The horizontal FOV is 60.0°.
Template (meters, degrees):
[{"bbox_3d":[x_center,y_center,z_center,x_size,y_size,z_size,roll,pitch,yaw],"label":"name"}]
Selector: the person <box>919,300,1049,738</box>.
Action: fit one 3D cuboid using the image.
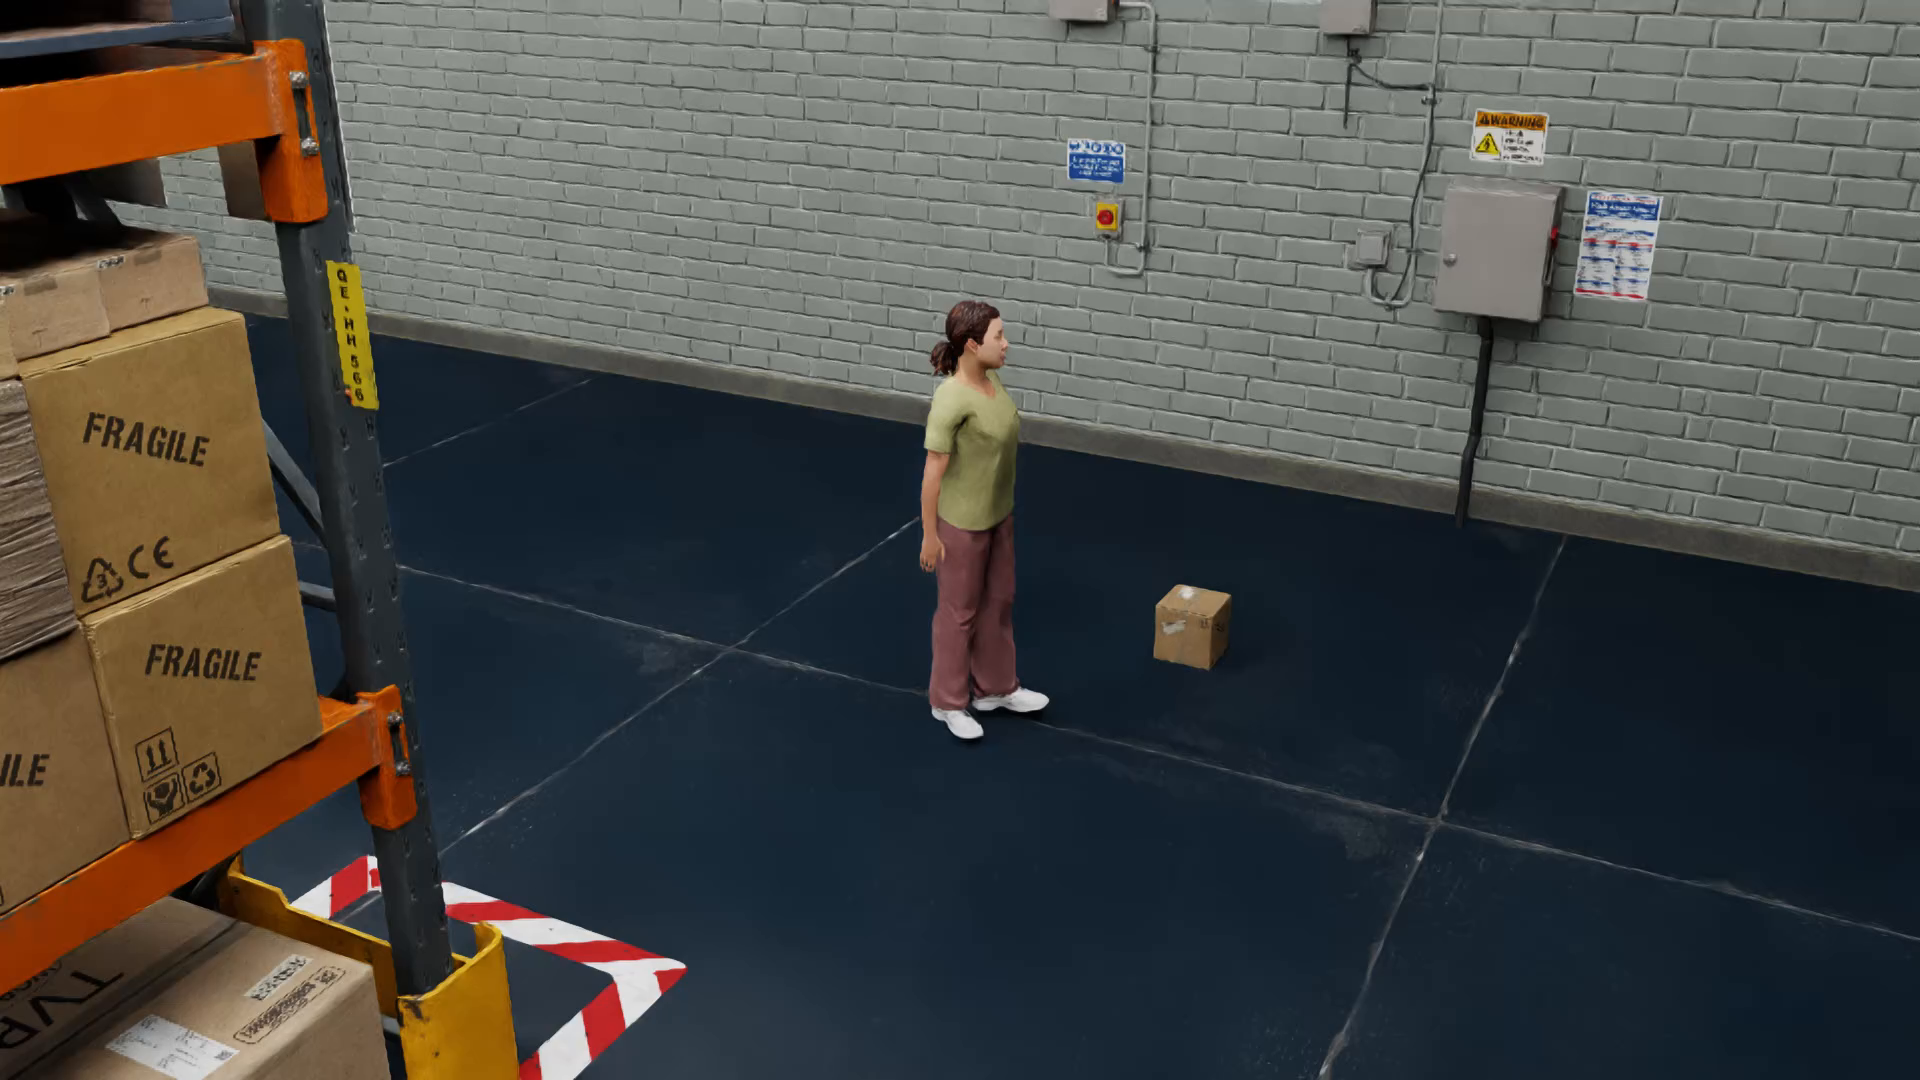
[{"bbox_3d":[0.090,0.049,6.253,0.418,1.424,0.537,12,25,25],"label":"person"}]
